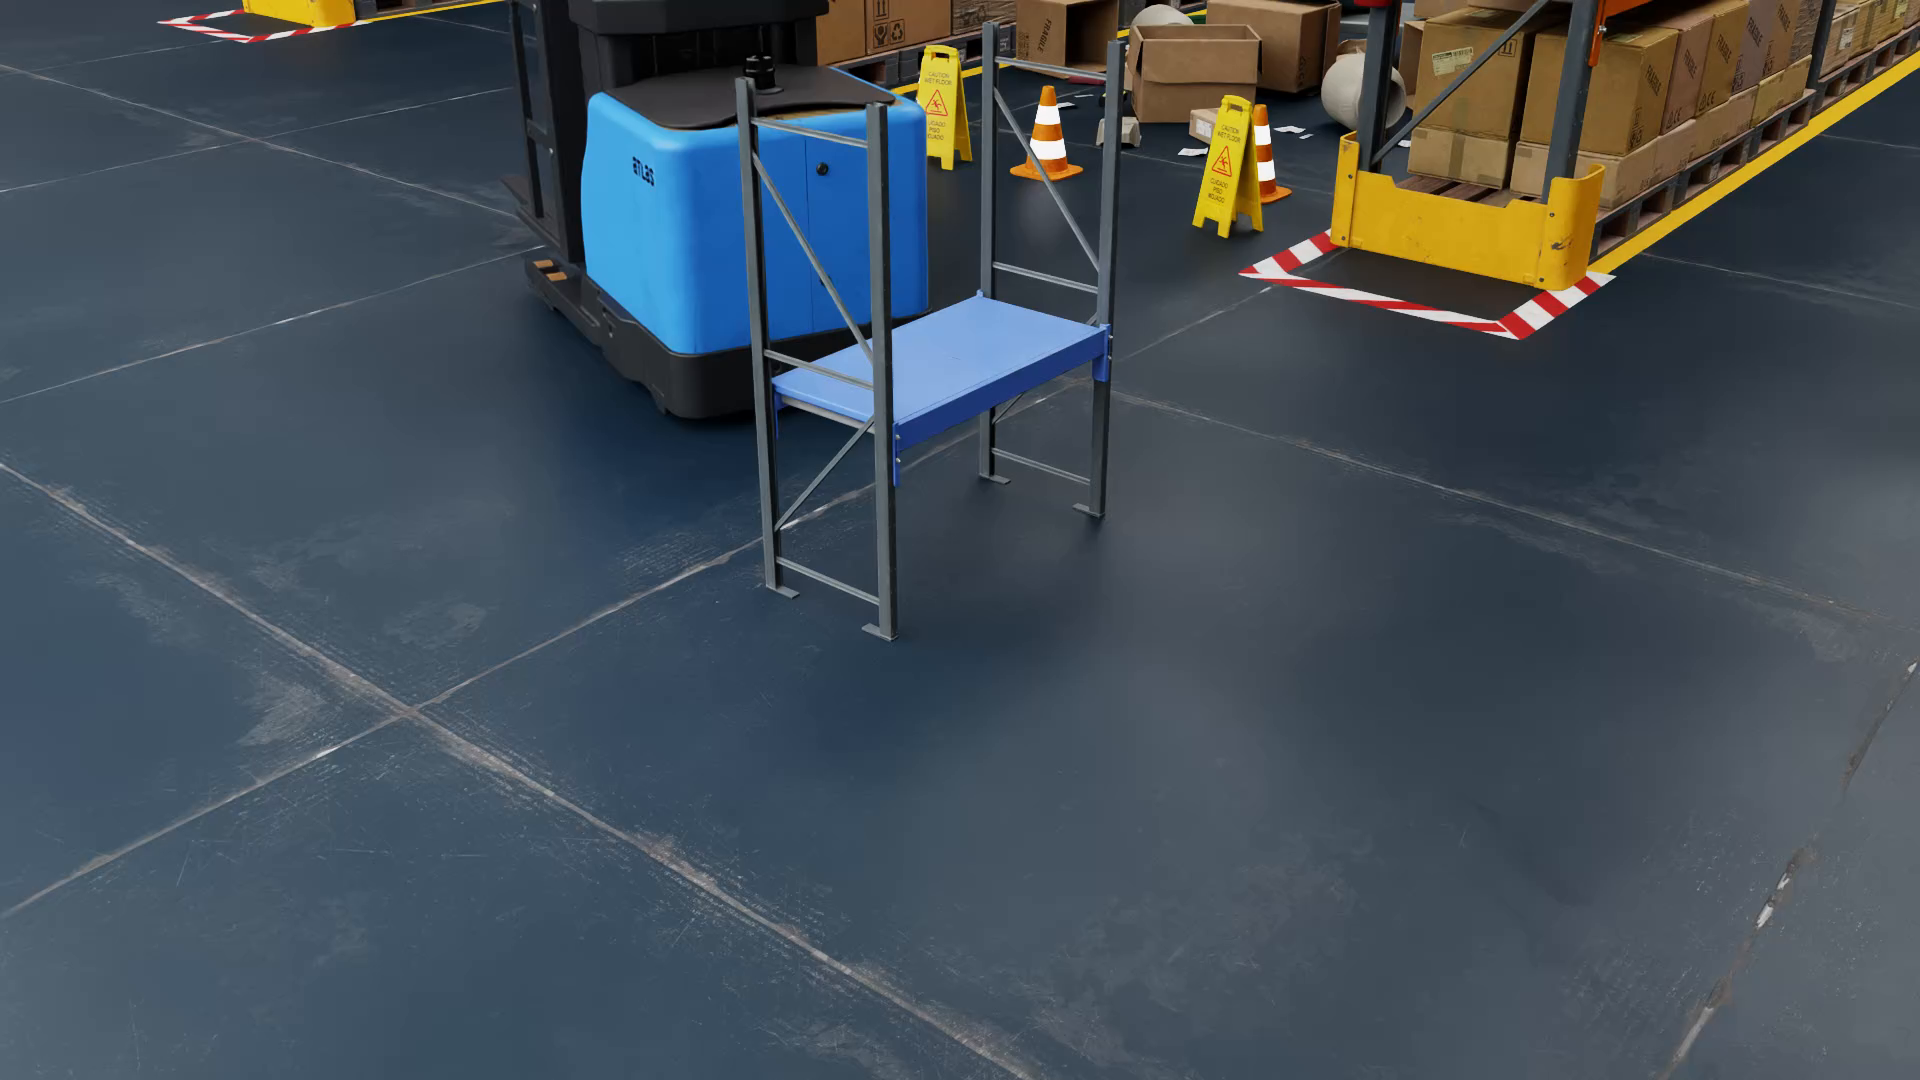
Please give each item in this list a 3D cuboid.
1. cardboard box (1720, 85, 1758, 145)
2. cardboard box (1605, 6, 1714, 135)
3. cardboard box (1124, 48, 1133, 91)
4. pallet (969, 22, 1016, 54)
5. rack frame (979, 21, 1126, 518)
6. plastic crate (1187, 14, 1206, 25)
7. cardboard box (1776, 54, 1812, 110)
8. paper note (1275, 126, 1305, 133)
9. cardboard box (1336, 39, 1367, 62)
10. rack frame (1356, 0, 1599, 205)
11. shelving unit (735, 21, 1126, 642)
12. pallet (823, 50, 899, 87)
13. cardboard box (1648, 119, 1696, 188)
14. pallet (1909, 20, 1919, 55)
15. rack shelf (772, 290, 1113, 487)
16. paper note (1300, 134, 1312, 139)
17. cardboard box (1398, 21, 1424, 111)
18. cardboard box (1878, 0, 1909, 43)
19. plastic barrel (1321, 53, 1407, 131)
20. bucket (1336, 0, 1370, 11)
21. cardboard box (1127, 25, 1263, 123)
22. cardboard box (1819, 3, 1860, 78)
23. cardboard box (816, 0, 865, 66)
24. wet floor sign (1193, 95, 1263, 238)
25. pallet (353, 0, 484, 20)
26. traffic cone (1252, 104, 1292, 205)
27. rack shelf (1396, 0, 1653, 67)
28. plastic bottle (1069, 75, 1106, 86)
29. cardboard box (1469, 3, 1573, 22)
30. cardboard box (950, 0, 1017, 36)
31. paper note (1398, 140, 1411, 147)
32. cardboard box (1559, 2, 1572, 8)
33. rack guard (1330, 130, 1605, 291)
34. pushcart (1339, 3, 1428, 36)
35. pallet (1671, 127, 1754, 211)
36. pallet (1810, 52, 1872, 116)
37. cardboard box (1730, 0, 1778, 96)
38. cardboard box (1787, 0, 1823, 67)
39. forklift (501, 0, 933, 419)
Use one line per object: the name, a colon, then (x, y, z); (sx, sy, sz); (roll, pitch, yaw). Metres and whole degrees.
cardboard box: (3.990, -2.356, 9.075); (0.500, 0.250, 0.500); (21, 34, 35)
cardboard box: (3.343, -2.330, 8.208); (0.500, 0.500, 0.500); (19, 33, 33)
cardboard box: (1.260, -3.098, 10.950); (0.258, 0.266, 0.396); (-21, 34, -35)
pallet: (0.388, -3.975, 12.704); (1.003, 0.211, 1.213); (21, 34, 34)
rack frame: (0.269, -0.816, 5.195); (0.500, 1.500, 0.032); (21, 34, 34)
plastic crate: (1.833, -3.792, 12.314); (0.662, 0.188, 0.450); (-10, 19, -18)
cardboard box: (4.648, -2.726, 9.791); (0.500, 0.250, 0.500); (23, 35, 37)
paper note: (1.993, -2.481, 10.026); (0.142, 0.019, 0.148); (-15, 31, -27)
cardboard box: (2.642, -3.173, 11.095); (0.258, 0.266, 0.396); (0, 27, 0)
rack frame: (2.272, -2.631, 7.071); (1.000, 3.000, 0.127); (21, 34, 34)
shelving unit: (-0.054, -0.636, 4.847); (0.538, 1.500, 1.048); (21, 34, 34)
pallet: (-1.163, -3.110, 11.032); (1.003, 0.211, 1.213); (21, 34, 34)
cardboard box: (3.329, -1.980, 8.349); (0.500, 0.250, 0.500); (22, 35, 36)
pallet: (6.863, -3.952, 12.660); (1.003, 0.211, 1.213); (21, 34, 34)
rack shelf: (-0.054, -0.476, 4.930); (0.538, 0.185, 1.000); (21, 34, 34)
paper note: (2.057, -2.397, 9.873); (0.032, 0.001, 0.123); (21, 34, 34)
cardboard box: (3.085, -2.958, 10.421); (0.500, 0.500, 0.500); (-5, 28, -9)
cardboard box: (6.044, -3.758, 11.653); (0.950, 0.372, 0.625); (22, 35, 36)
plastic barrel: (2.418, -2.662, 9.934); (0.421, 0.421, 0.512); (-5, 28, -9)
bucket: (2.625, -3.959, 11.547); (0.620, 0.611, 0.726); (-5, 26, -32)
cardboard box: (1.436, -2.885, 10.279); (0.797, 0.503, 0.637); (0, 27, 0)
cardboard box: (5.148, -3.255, 10.681); (0.950, 0.372, 0.625); (21, 34, 35)
cardboard box: (-1.231, -3.544, 10.692); (0.875, 0.875, 0.875); (21, 34, 35)
wet floor sign: (1.326, -1.831, 8.087); (0.232, 0.644, 0.267); (-15, 31, -27)
pallet: (-4.782, -4.593, 13.900); (1.003, 0.211, 1.213); (21, 34, 34)
traffic cone: (1.550, -2.034, 8.678); (0.336, 0.463, 0.334); (21, 34, 34)
rack shelf: (3.544, -3.021, 8.607); (1.077, 0.370, 4.000); (21, 34, 34)
plastic bottle: (0.885, -3.101, 11.177); (0.283, 0.061, 0.133); (9, 29, 17)
cardboard box: (2.910, -2.476, 8.490); (0.500, 0.500, 0.500); (22, 35, 36)
cardboard box: (-0.092, -4.180, 11.920); (0.875, 0.875, 0.875); (21, 34, 35)
paper note: (2.612, -2.321, 9.704); (0.142, 0.019, 0.148); (9, 29, 17)
cardboard box: (2.925, -2.816, 8.442); (0.380, 0.149, 0.250); (21, 34, 35)
rack guard: (2.320, -1.548, 7.698); (1.175, 0.500, 0.348); (21, 34, 34)
pushcart: (3.025, -3.533, 11.669); (1.648, 0.377, 0.936); (9, 29, 17)
pallet: (3.641, -2.128, 9.133); (1.003, 0.211, 1.213); (21, 34, 34)
pallet: (5.310, -3.087, 10.988); (1.003, 0.211, 1.213); (21, 34, 34)
cardboard box: (4.001, -2.697, 8.919); (0.500, 0.500, 0.500); (23, 35, 37)
cardboard box: (4.647, -3.059, 9.619); (0.500, 0.500, 0.500); (20, 34, 34)
forklift: (-1.254, -2.377, 6.656); (1.130, 2.935, 3.031); (-14, 31, -25)
